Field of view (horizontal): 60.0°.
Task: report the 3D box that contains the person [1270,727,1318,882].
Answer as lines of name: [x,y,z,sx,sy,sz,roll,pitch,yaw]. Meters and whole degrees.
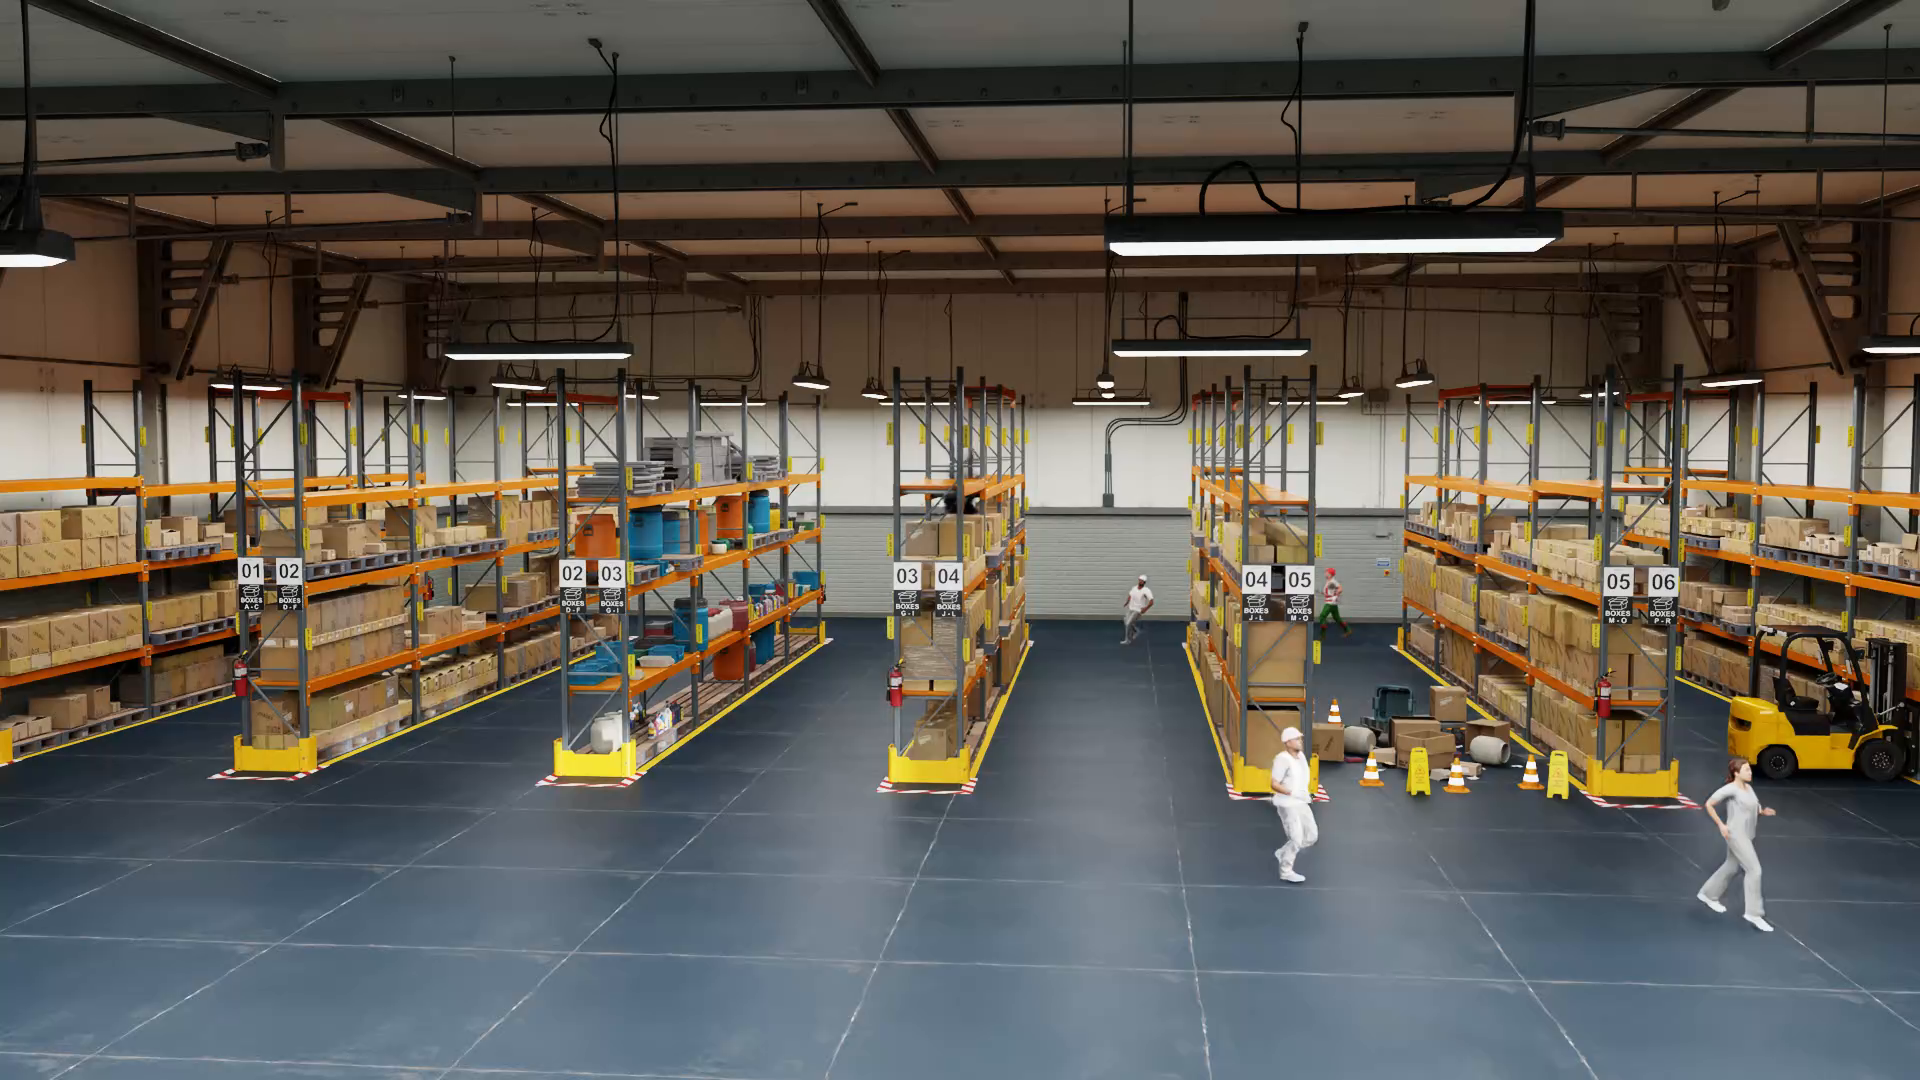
person: [3.770,2.972,18.682,0.587,1.742,0.698,3,5,40]

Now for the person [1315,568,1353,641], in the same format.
person: [9.111,1.593,40.535,0.927,1.836,0.674,1,4,12]

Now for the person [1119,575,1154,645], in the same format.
person: [4.211,1.681,39.877,0.658,1.682,0.770,-2,4,-32]

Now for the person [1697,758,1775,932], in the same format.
person: [7.990,3.100,17.099,0.541,1.696,0.830,-3,5,-42]
